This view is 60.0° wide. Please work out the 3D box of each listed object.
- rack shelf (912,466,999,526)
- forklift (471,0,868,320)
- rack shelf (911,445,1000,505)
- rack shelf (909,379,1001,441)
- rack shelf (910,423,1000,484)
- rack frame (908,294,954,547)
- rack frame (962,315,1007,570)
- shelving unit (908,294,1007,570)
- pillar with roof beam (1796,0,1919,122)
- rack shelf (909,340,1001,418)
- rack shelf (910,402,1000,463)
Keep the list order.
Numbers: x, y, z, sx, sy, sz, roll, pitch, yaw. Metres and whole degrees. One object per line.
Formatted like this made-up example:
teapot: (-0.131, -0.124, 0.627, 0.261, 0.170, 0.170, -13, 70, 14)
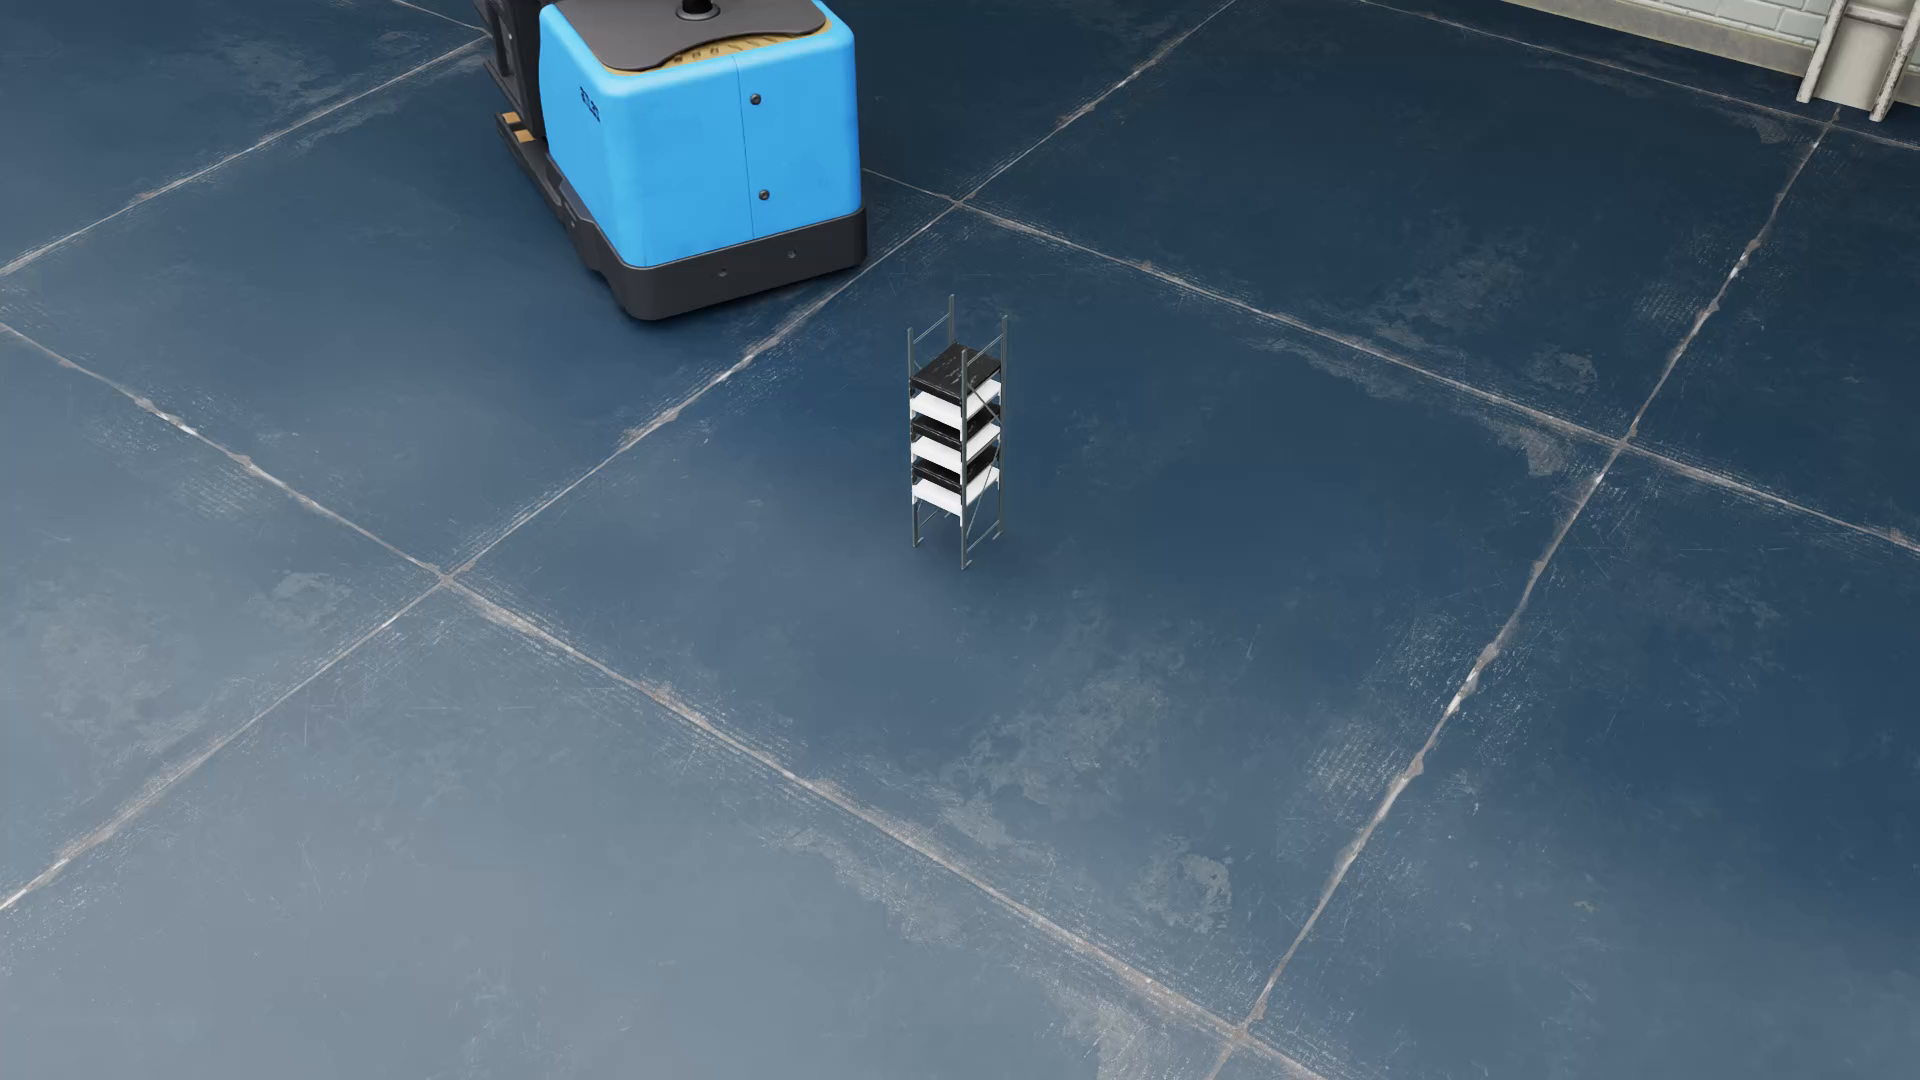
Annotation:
rack shelf: (-0.007, -0.179, 5.596, 0.200, 0.077, 0.258, 25, 48, 25)
forklift: (-1.516, -2.944, 6.842, 1.130, 2.935, 3.031, -19, 45, -20)
rack shelf: (-0.007, -0.247, 5.536, 0.200, 0.077, 0.258, 25, 48, 25)
rack shelf: (-0.007, -0.448, 5.356, 0.200, 0.077, 0.258, 25, 48, 25)
rack shelf: (-0.007, -0.314, 5.476, 0.200, 0.077, 0.258, 25, 48, 25)
rack frame: (-0.090, -0.377, 5.497, 0.006, 0.900, 0.240, 25, 48, 25)
rack frame: (0.077, -0.300, 5.410, 0.006, 0.900, 0.240, 25, 48, 25)
shelving unit: (-0.007, -0.338, 5.453, 0.210, 0.900, 0.258, 25, 48, 25)
pillar with roof beam: (1.881, -3.171, 2.546, 0.400, 9.000, 9.100, 25, 48, 25)
rack shelf: (-0.007, -0.515, 5.296, 0.200, 0.077, 0.258, 25, 48, 25)
rack shelf: (-0.007, -0.381, 5.416, 0.200, 0.077, 0.258, 25, 48, 25)
